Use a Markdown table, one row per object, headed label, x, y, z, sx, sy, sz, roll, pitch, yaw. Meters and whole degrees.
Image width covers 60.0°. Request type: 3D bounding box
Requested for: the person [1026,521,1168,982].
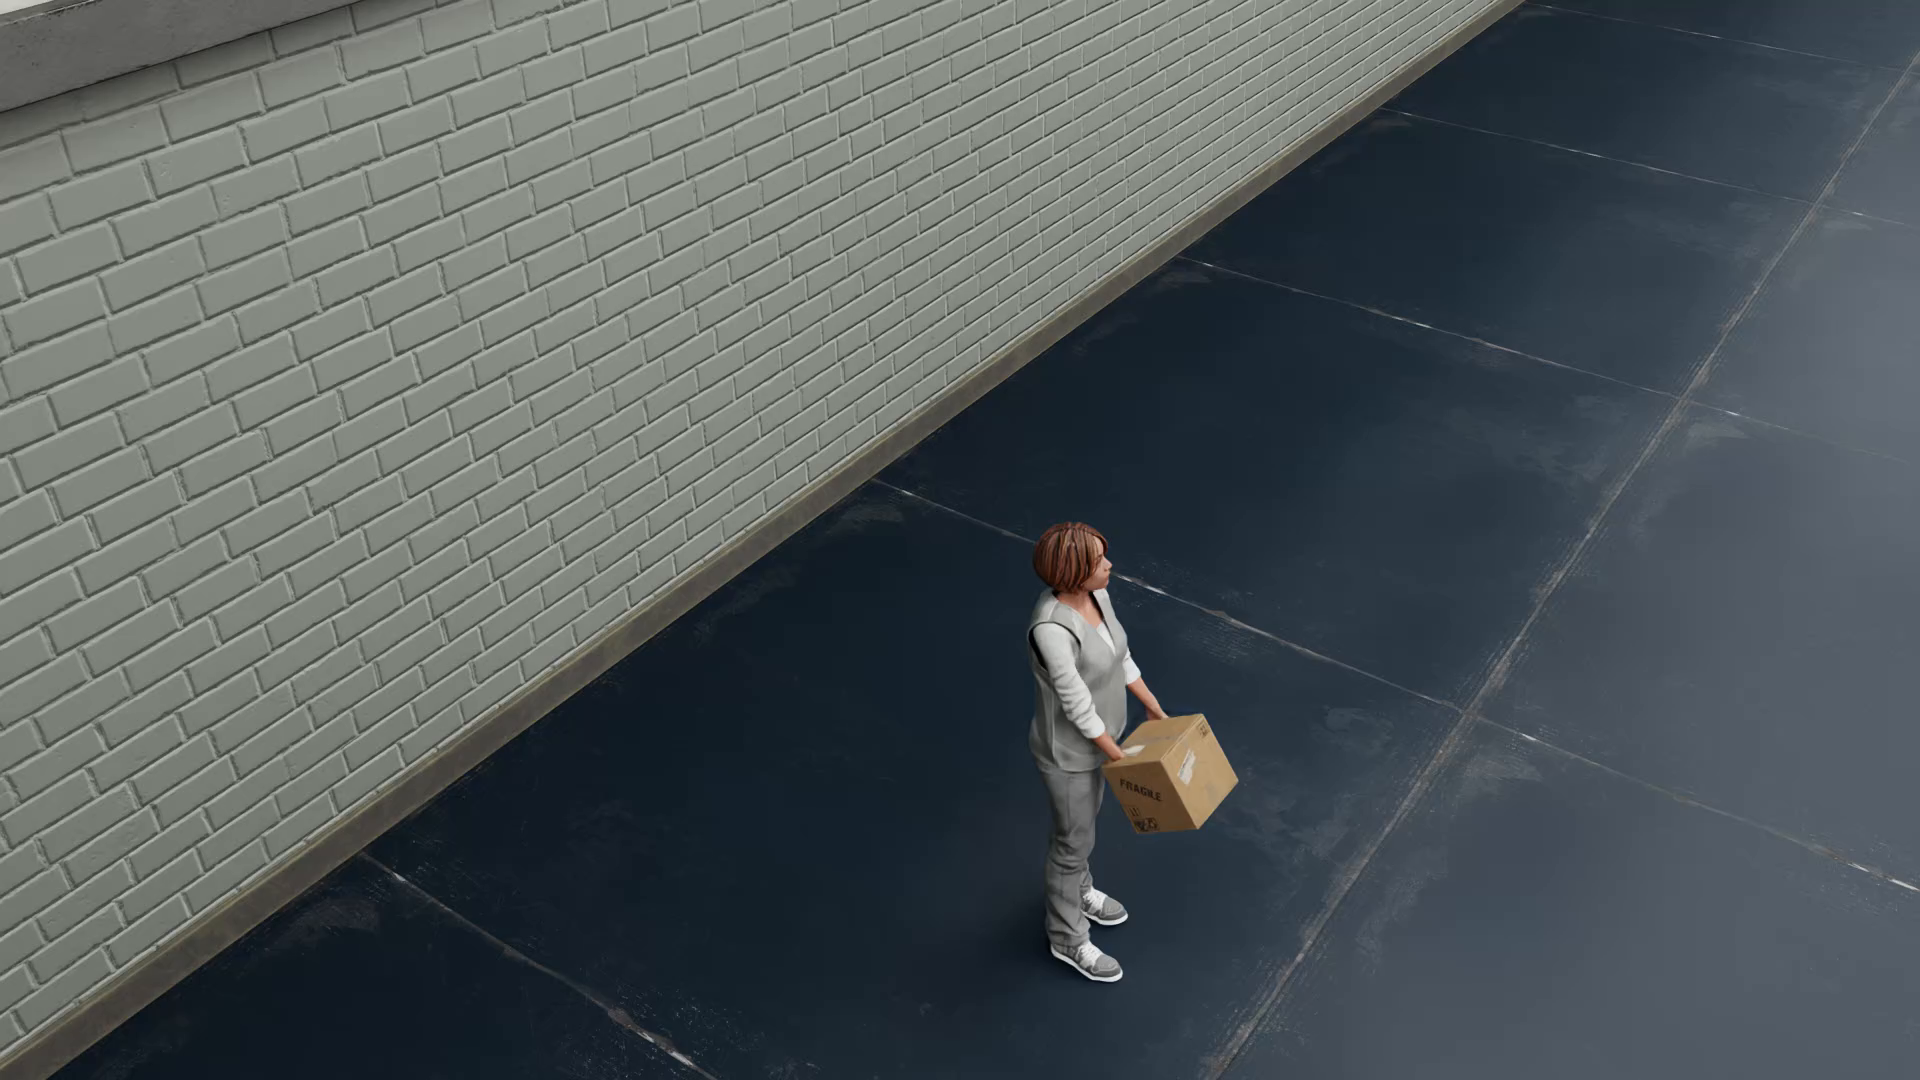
| label | x | y | z | sx | sy | sz | roll | pitch | yaw |
| --- | --- | --- | --- | --- | --- | --- | --- | --- | --- |
| person | 0.421 | 0.653 | 5.215 | 0.448 | 1.601 | 0.466 | 13 | 37 | 17 |
